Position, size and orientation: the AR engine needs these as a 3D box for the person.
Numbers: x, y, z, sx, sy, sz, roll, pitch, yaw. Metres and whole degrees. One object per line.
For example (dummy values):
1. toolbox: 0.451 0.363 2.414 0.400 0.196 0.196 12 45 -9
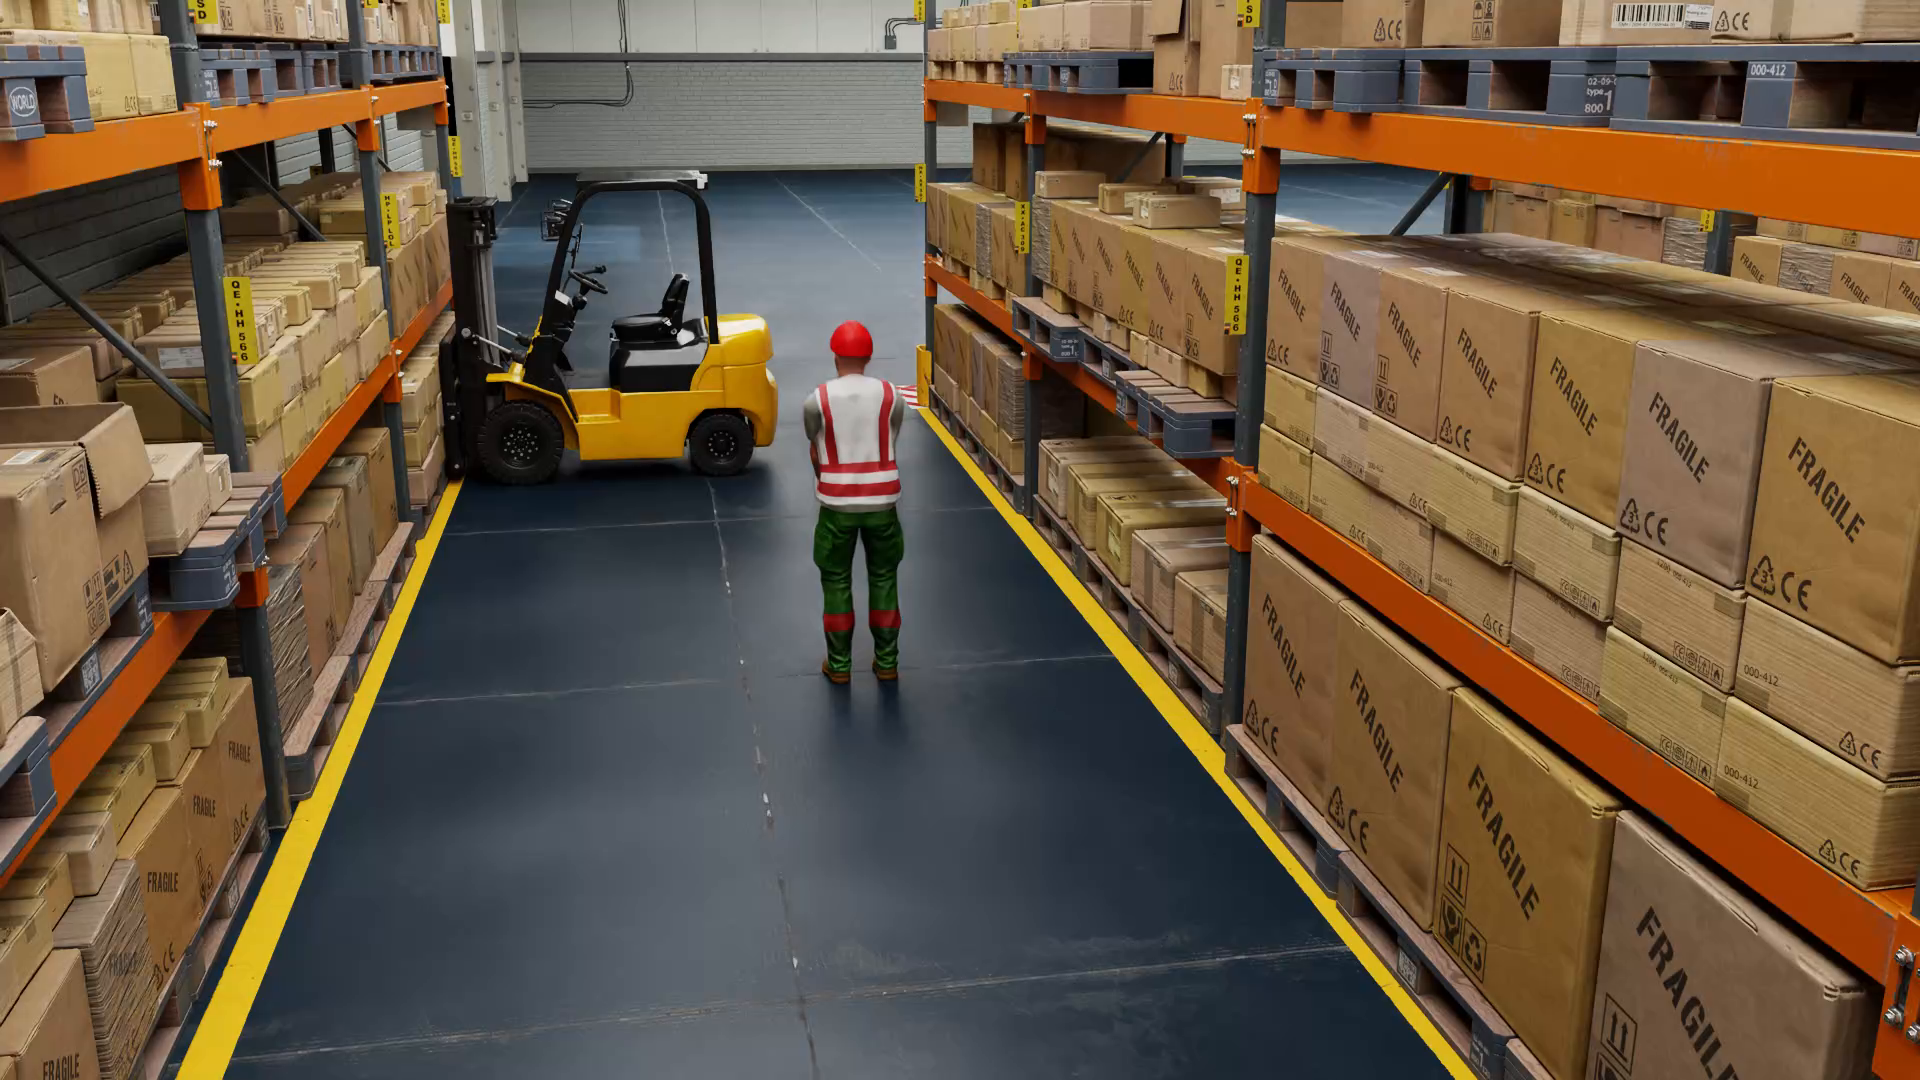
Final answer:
1. person: -0.526 -0.203 8.194 0.495 1.784 0.560 -3 17 -11
